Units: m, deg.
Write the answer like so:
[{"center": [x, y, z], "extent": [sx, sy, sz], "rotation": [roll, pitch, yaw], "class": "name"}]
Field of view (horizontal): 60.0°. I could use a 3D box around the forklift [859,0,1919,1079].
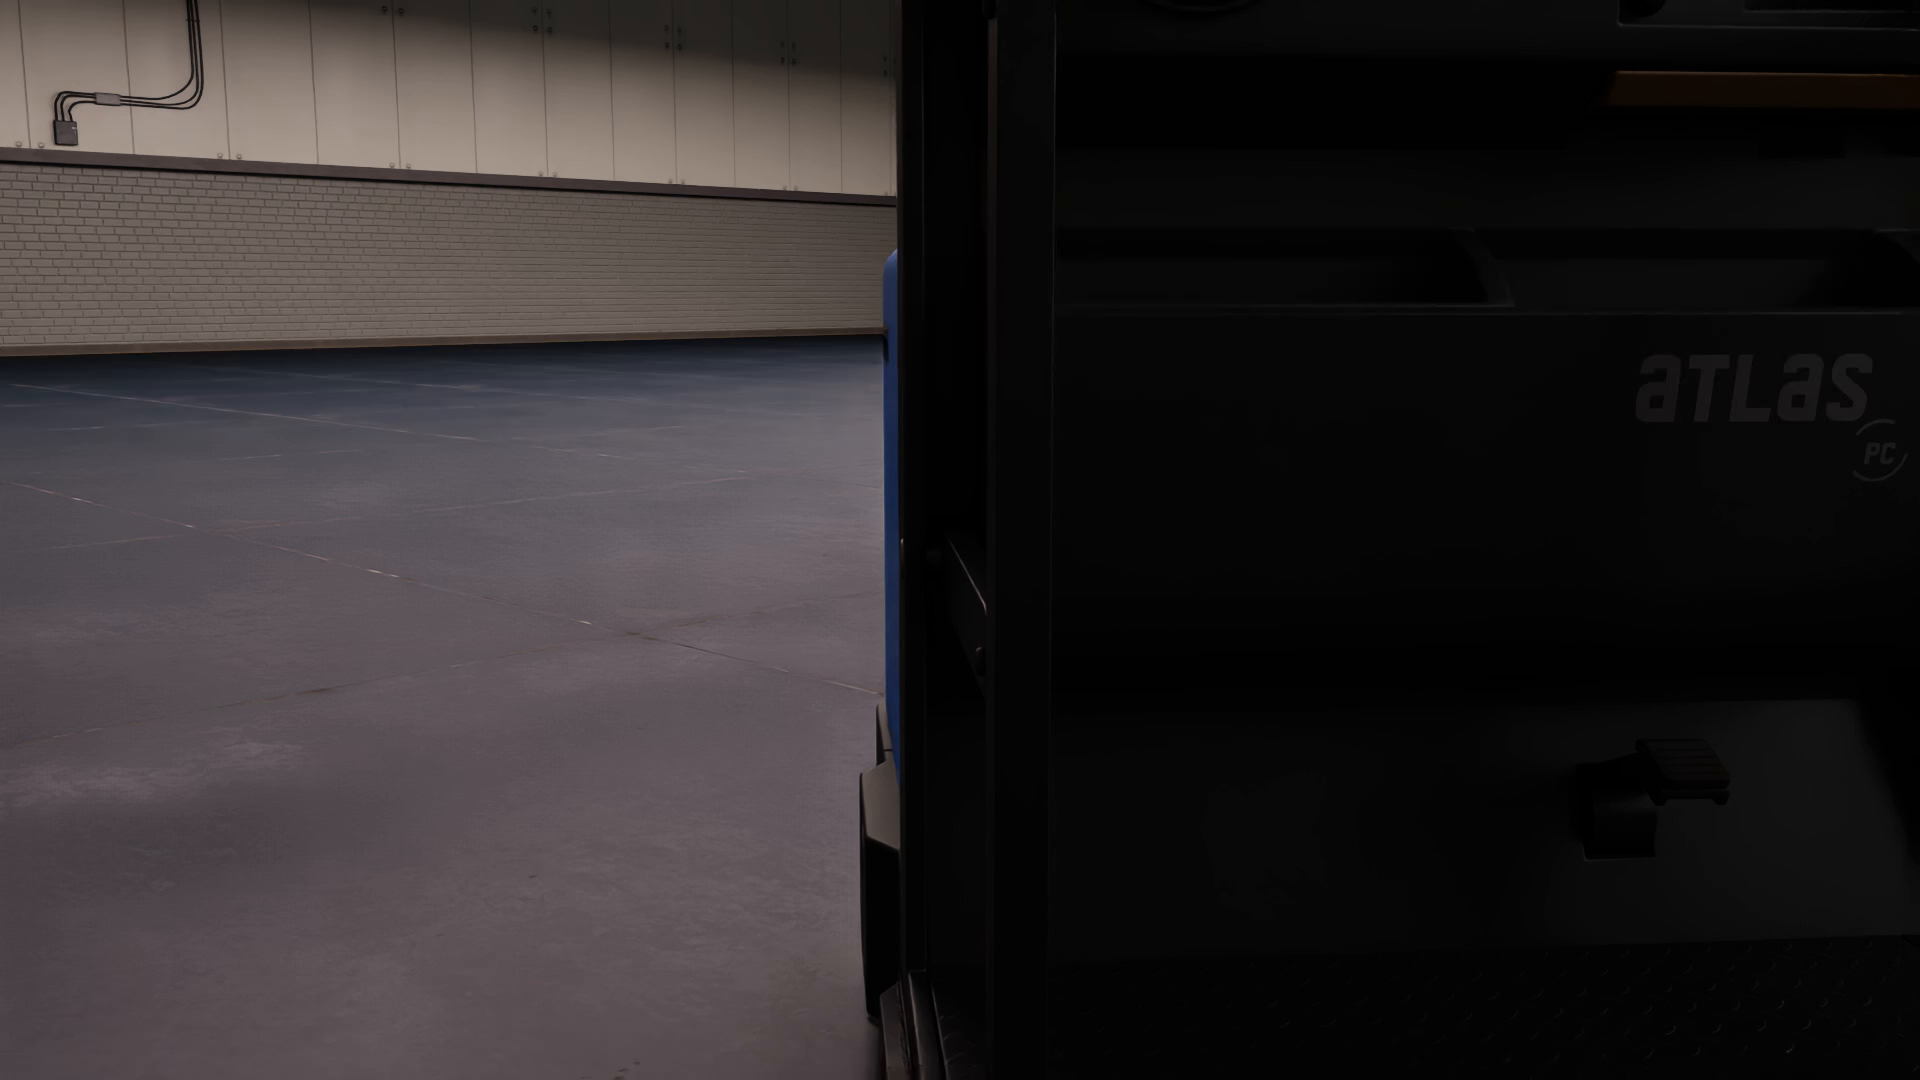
[{"center": [0.505, -0.661, 1.263], "extent": [1.130, 2.935, 3.031], "rotation": [-1, 9, -5], "class": "forklift"}]
